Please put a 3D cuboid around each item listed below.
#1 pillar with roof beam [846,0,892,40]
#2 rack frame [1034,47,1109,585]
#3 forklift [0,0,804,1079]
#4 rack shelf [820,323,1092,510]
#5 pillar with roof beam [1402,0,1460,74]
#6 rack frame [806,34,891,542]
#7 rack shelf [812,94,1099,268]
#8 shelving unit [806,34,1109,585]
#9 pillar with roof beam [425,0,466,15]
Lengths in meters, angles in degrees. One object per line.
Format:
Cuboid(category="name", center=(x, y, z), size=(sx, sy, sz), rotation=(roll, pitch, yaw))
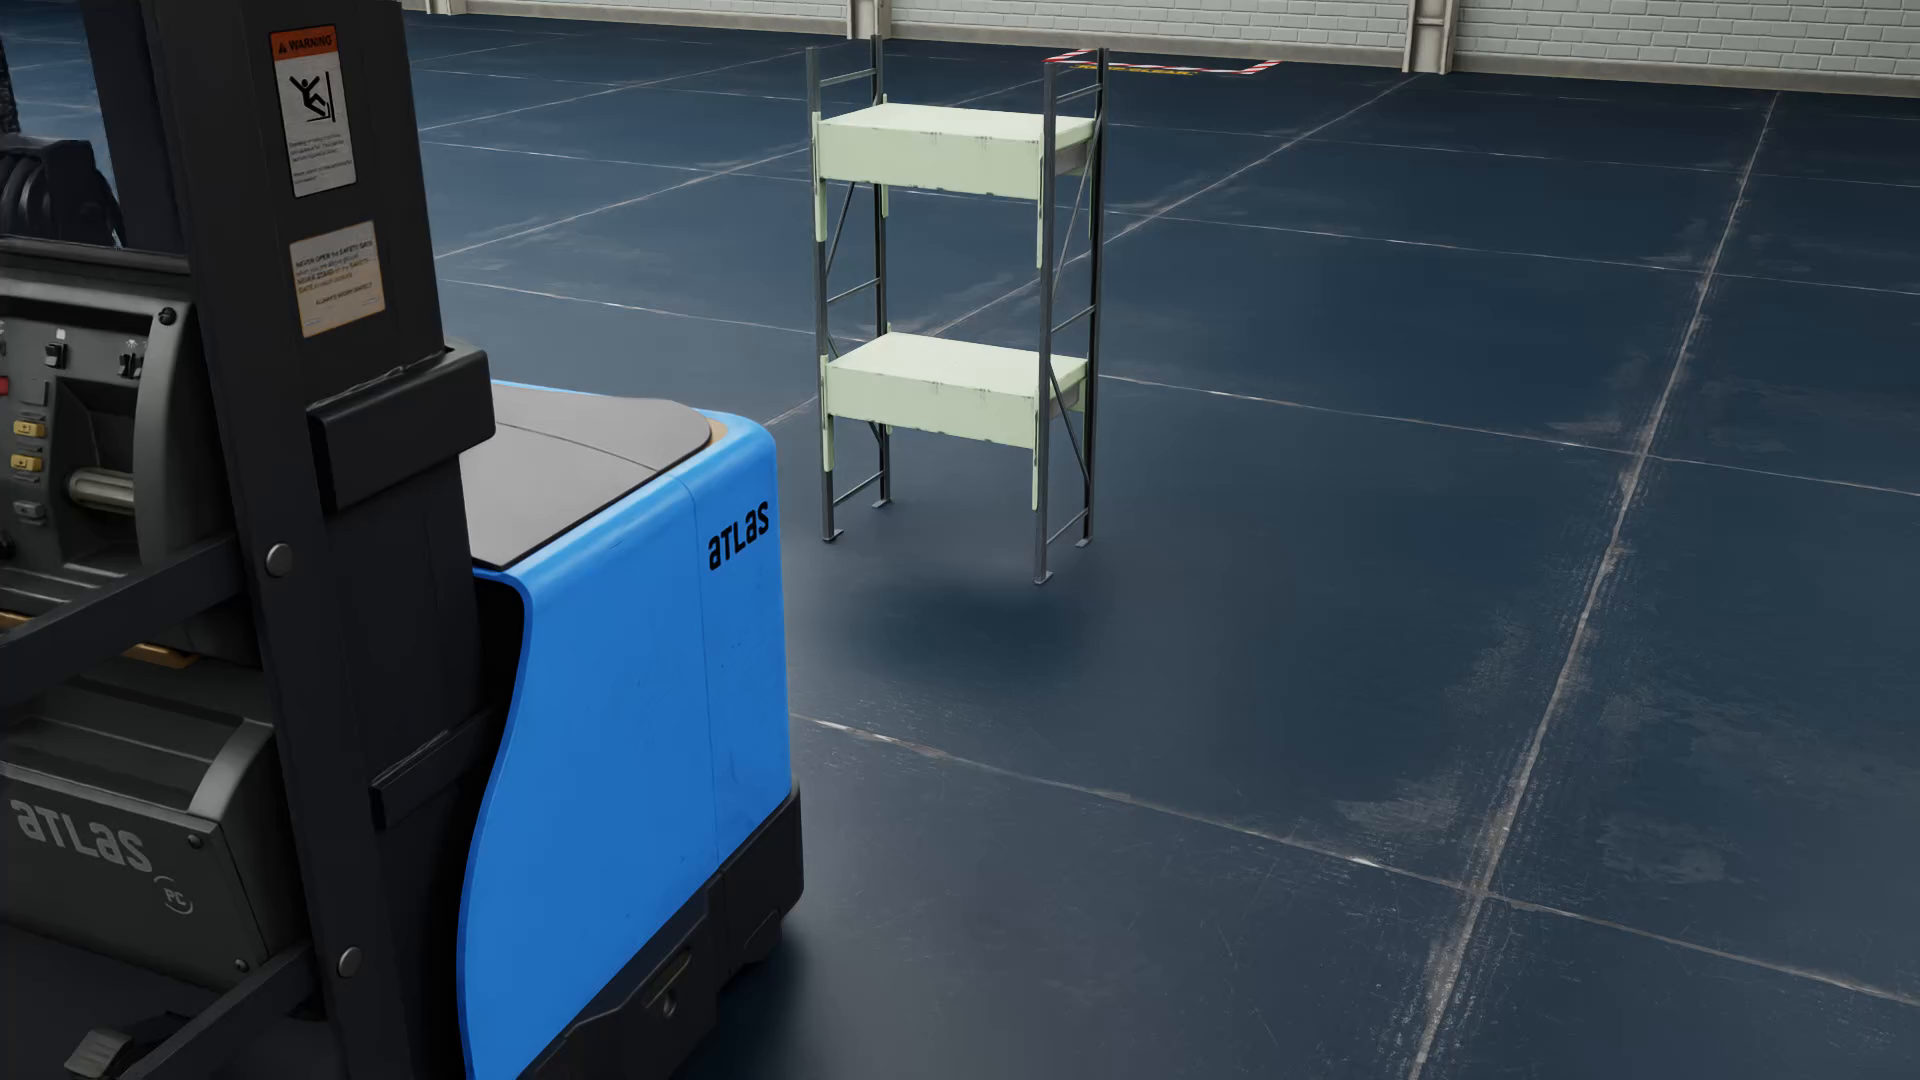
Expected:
Cuboid(category="pillar with roof beam", center=(-2.923, -8.089, 12.772), size=(0.400, 9.000, 9.100), rotation=(11, 25, 25))
Cuboid(category="rack frame", center=(0.321, -0.627, 4.807), size=(0.023, 1.500, 0.400), rotation=(11, 25, 25))
Cuboid(category="forklift", center=(-1.355, -0.126, 1.801), size=(1.130, 2.935, 3.031), rotation=(9, 25, 21))
Cuboid(category="rack shelf", center=(-0.006, -0.391, 5.087), size=(0.720, 0.370, 0.431), rotation=(11, 25, 25))
Cuboid(category="pillar with roof beam", center=(2.431, -7.029, 10.280), size=(0.400, 9.000, 9.100), rotation=(11, 25, 25))
Cuboid(category="rack frame", center=(-0.333, -0.756, 5.111), size=(0.023, 1.500, 0.400), rotation=(11, 25, 25))
Cuboid(category="rack shelf", center=(-0.006, -1.050, 4.807), size=(0.720, 0.370, 0.431), rotation=(11, 25, 25))
Cuboid(category="shelving unit", center=(-0.006, -0.691, 4.959), size=(0.755, 1.500, 0.431), rotation=(11, 25, 25))
Cuboid(category="pillar with roof beam", center=(-8.278, -9.148, 15.263), size=(0.400, 9.000, 9.100), rotation=(11, 25, 25))
